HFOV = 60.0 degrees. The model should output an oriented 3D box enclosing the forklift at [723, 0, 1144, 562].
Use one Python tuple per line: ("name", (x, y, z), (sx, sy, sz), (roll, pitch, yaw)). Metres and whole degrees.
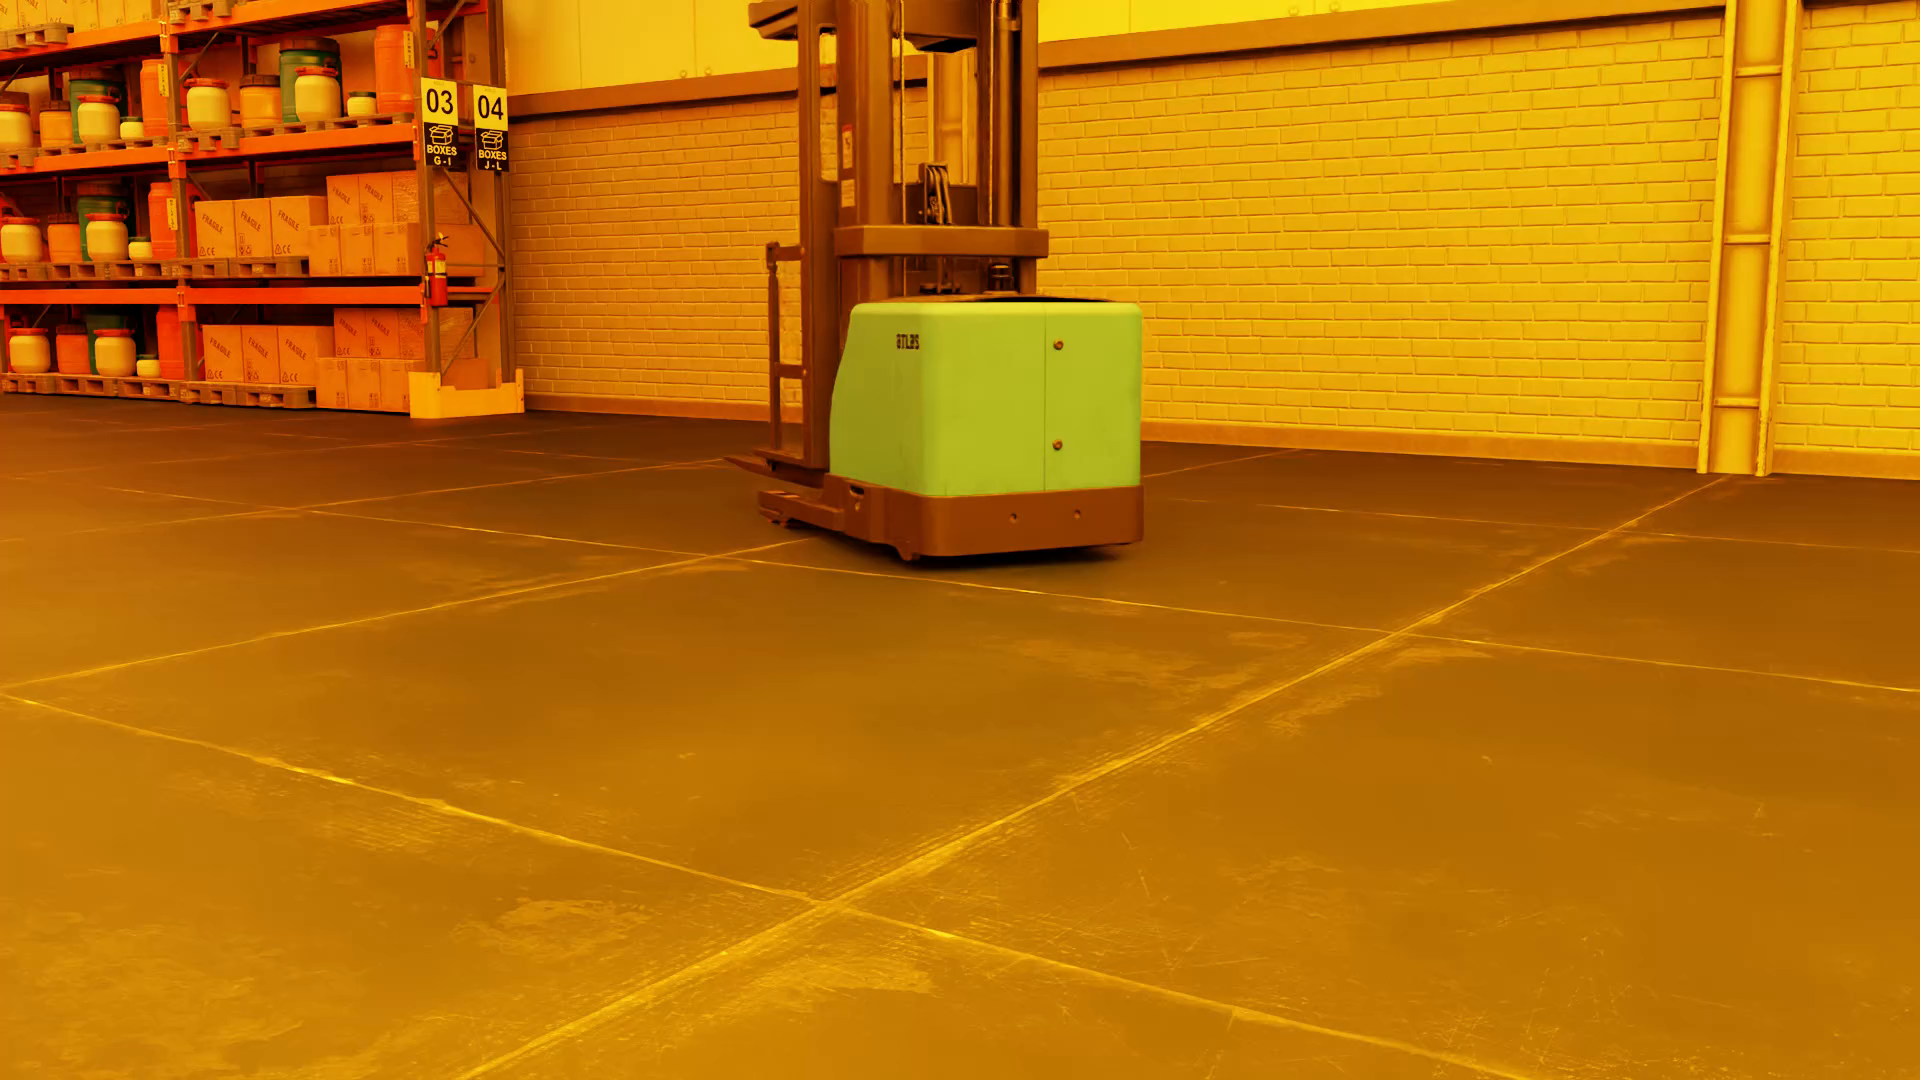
("forklift", (-0.339, -1.532, 7.964), (1.130, 2.935, 3.031), (-4, 9, -27))
